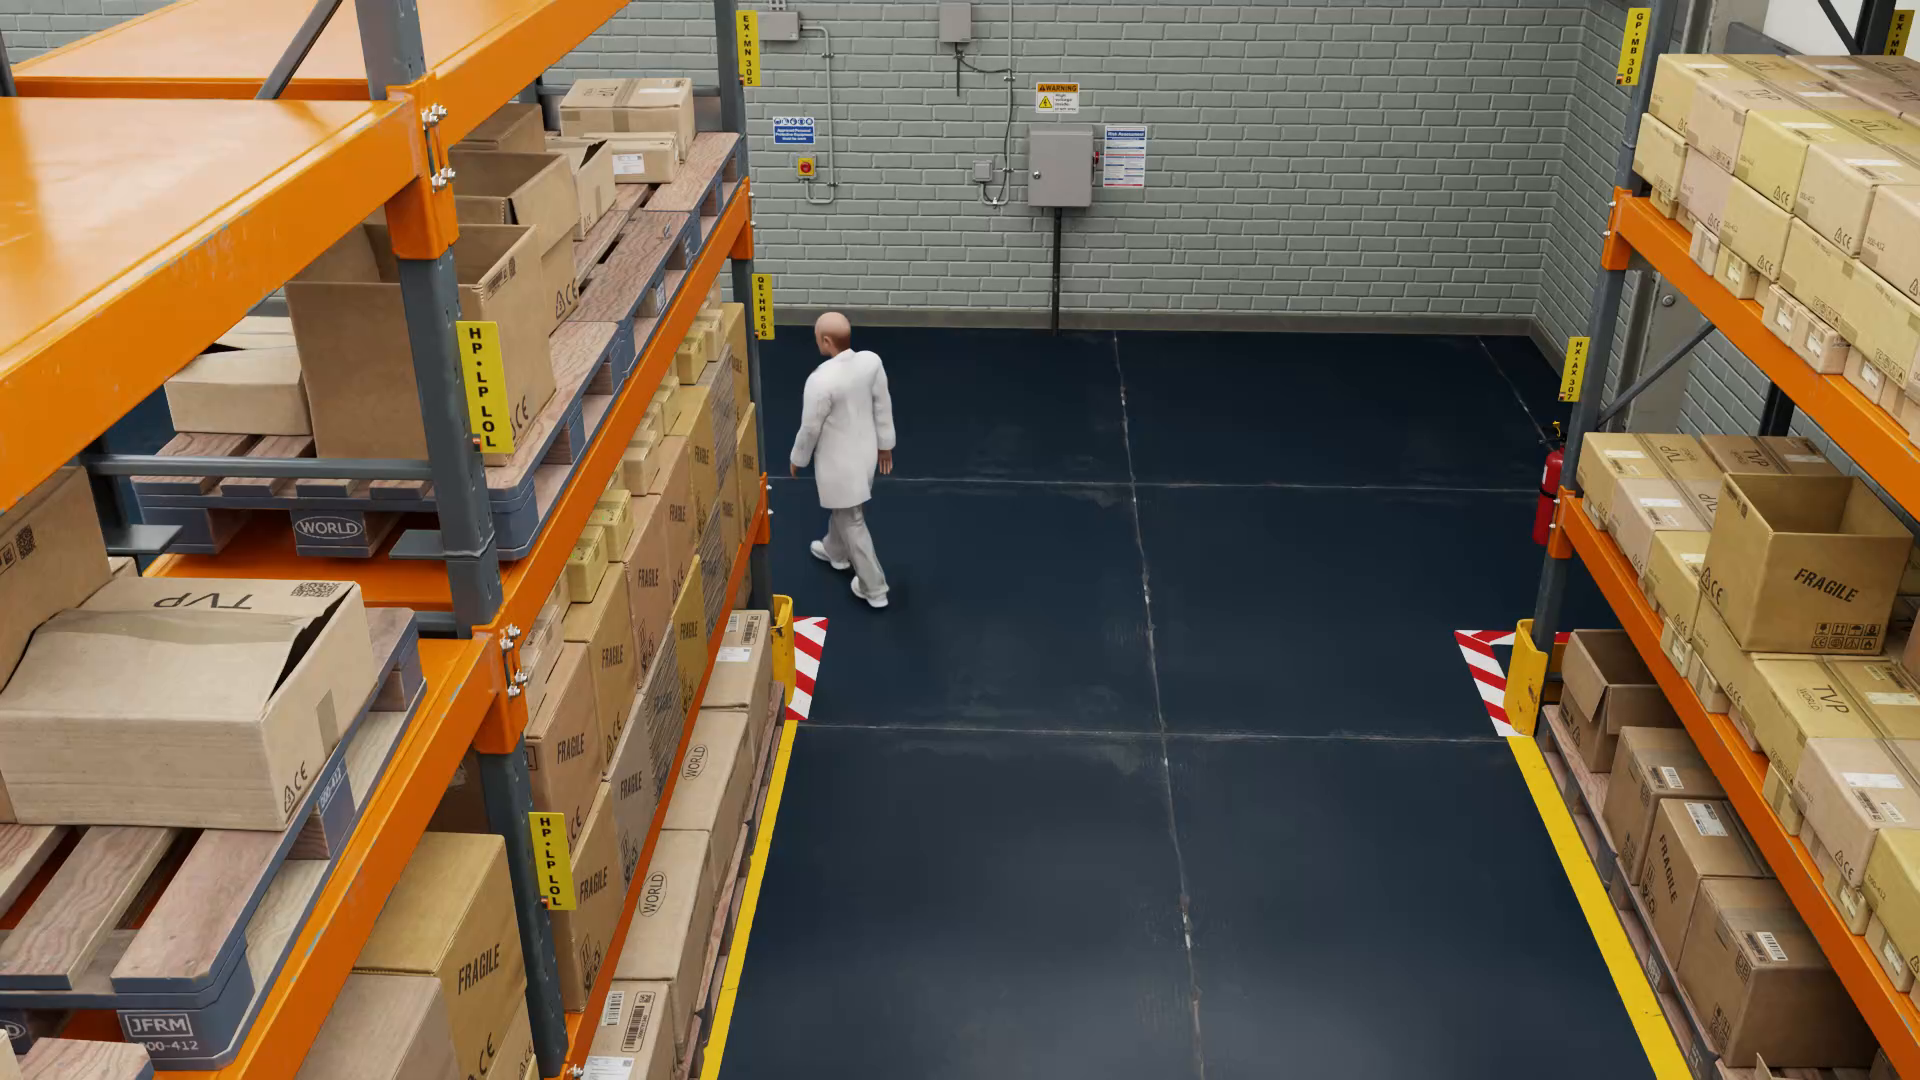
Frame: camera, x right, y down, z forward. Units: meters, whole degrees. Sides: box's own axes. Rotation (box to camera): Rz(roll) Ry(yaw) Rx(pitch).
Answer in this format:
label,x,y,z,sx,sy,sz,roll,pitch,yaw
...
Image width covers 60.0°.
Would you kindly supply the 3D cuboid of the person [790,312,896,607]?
label,x,y,z,sx,sy,sz,roll,pitch,yaw
person,-0.746,-0.496,9.565,0.840,1.764,0.612,20,34,34
